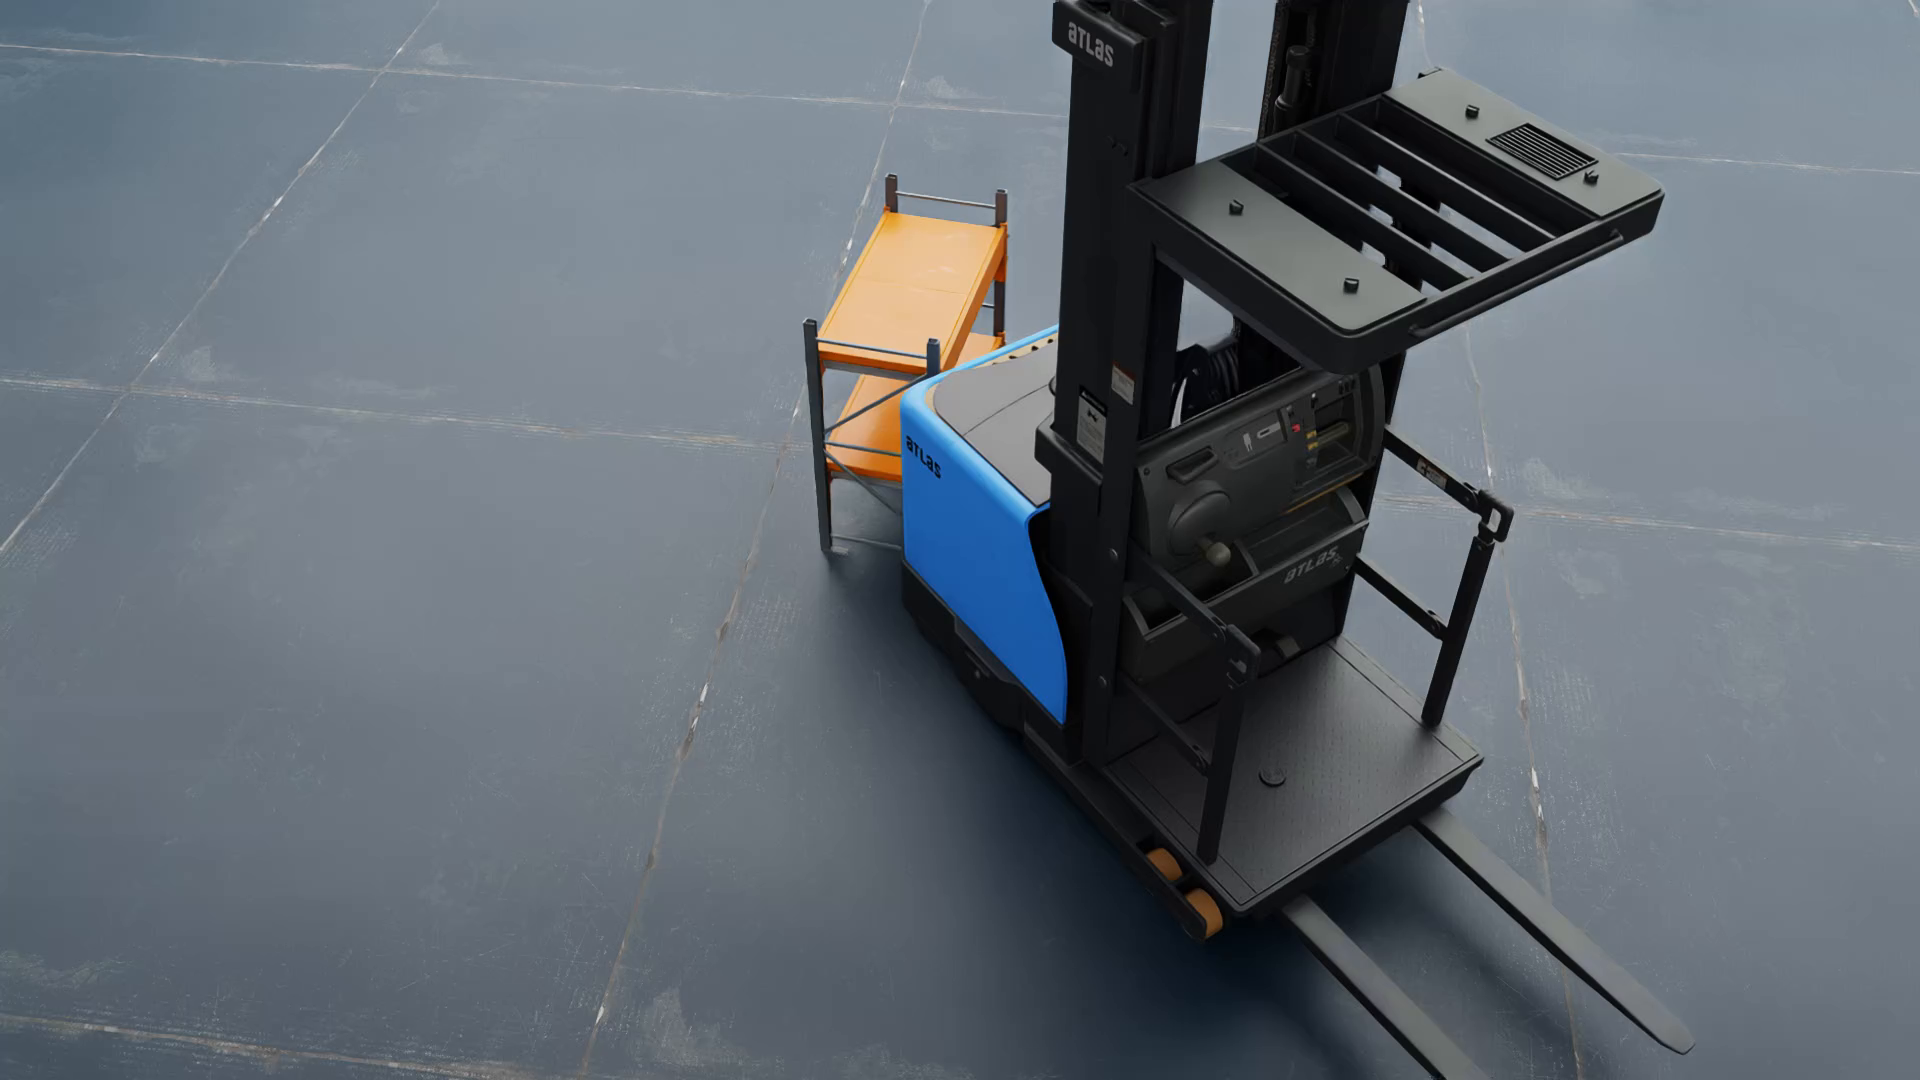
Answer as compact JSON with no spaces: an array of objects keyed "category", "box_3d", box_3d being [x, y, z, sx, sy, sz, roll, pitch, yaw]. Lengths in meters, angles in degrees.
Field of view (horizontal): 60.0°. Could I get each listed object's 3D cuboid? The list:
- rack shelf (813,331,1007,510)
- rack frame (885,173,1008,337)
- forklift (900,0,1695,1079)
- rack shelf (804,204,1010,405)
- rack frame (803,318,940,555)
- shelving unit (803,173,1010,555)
[{"category":"rack shelf","box_3d":[-0.186,-0.494,6.809,0.538,0.278,1.000,10,44,11]},{"category":"rack frame","box_3d":[-0.055,-1.009,6.998,0.500,1.125,0.032,10,44,11]},{"category":"forklift","box_3d":[1.023,-0.154,4.781,1.130,2.935,3.031,-25,49,-24]},{"category":"rack shelf","box_3d":[-0.186,-0.884,6.440,0.538,0.278,1.000,10,44,11]},{"category":"rack frame","box_3d":[-0.316,-0.334,6.284,0.500,1.125,0.032,10,44,11]},{"category":"shelving unit","box_3d":[-0.186,-0.672,6.641,0.538,1.125,1.048,10,44,11]}]
